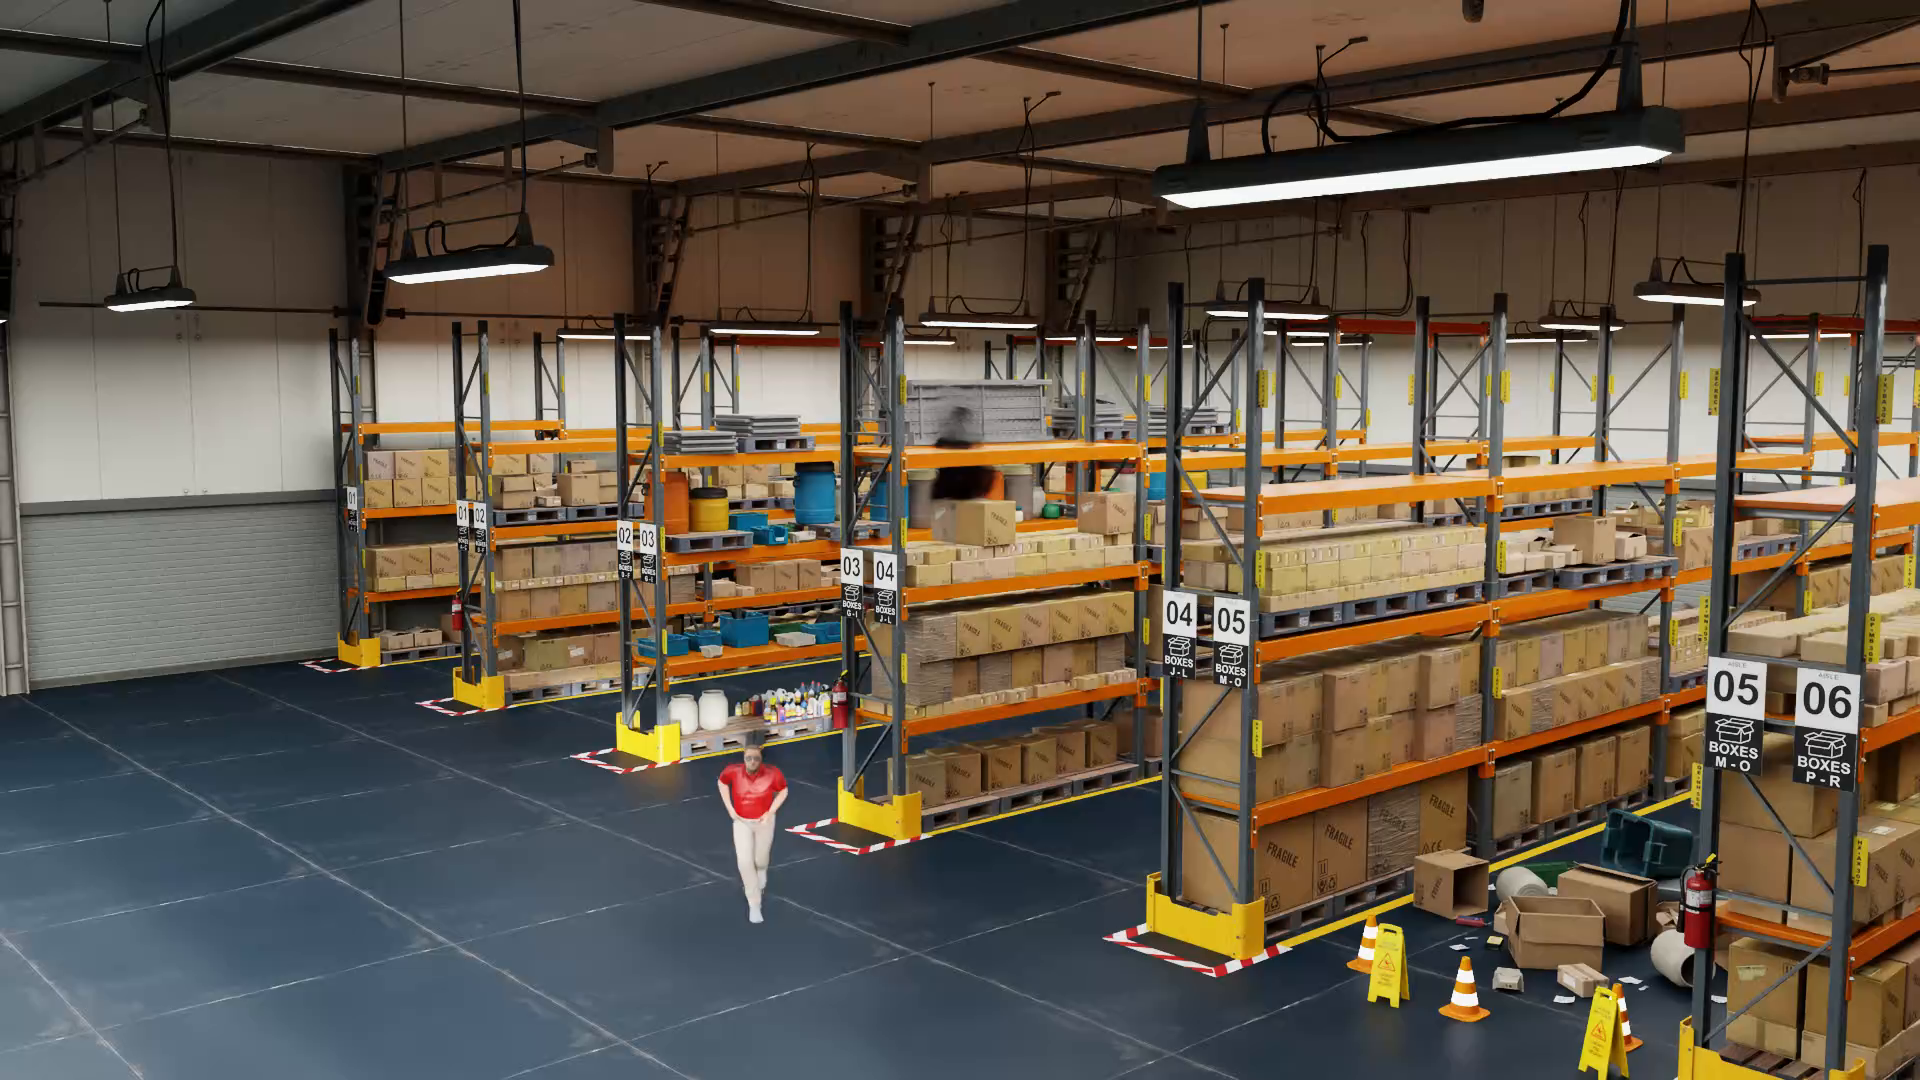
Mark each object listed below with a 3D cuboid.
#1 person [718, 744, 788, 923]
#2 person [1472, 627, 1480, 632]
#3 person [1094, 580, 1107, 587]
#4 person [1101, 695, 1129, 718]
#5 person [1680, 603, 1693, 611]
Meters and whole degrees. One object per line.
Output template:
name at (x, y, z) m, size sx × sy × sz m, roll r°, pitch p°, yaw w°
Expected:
person at (-1.997, 2.773, 16.129) m, size 0.677 × 1.744 × 0.961 m, roll 0°, pitch 6°, yaw -3°
person at (7.647, 1.882, 24.098) m, size 0.692 × 1.787 × 0.918 m, roll 5°, pitch 7°, yaw 40°
person at (2.699, 1.131, 32.501) m, size 0.599 × 1.652 × 0.543 m, roll 4°, pitch 7°, yaw 33°
person at (2.263, 1.882, 25.083) m, size 0.602 × 1.618 × 0.548 m, roll 5°, pitch 8°, yaw 42°
person at (11.236, 1.822, 25.639) m, size 0.752 × 1.715 × 0.560 m, roll -4°, pitch 7°, yaw -38°
